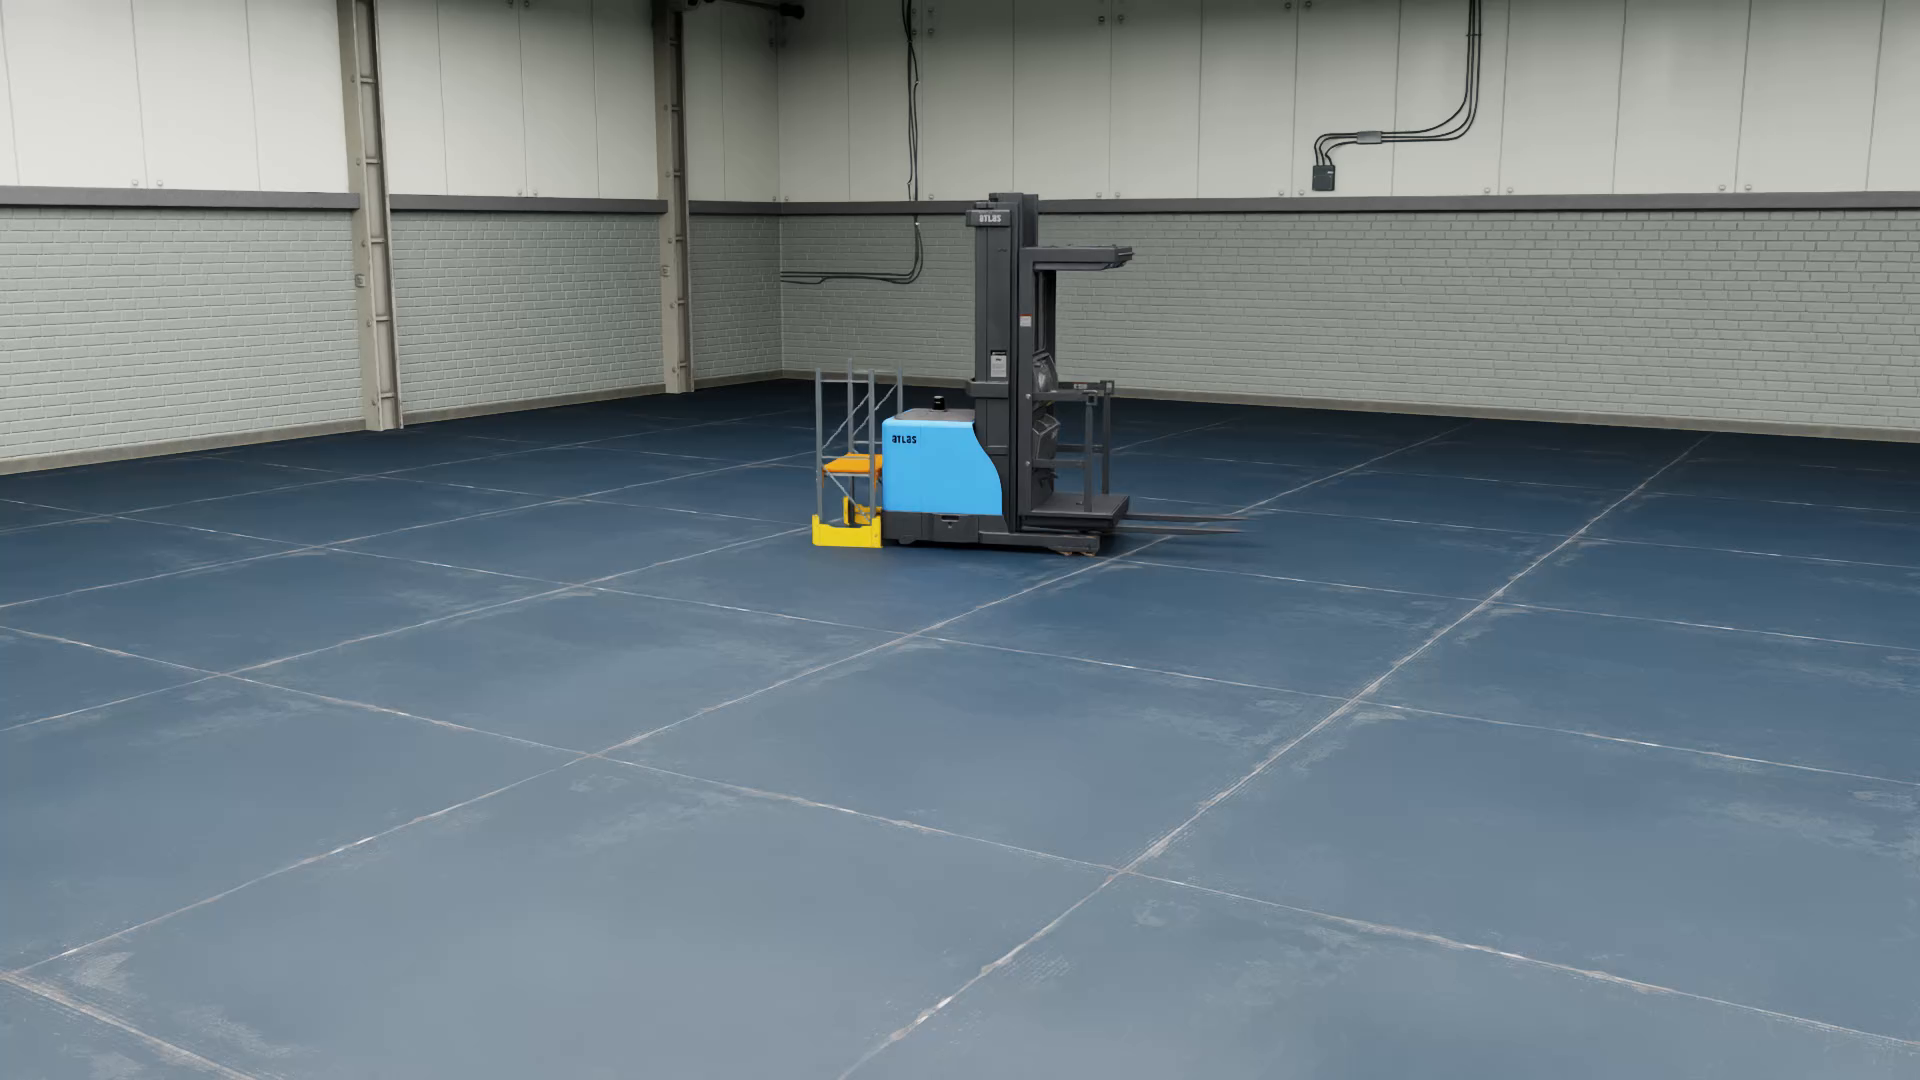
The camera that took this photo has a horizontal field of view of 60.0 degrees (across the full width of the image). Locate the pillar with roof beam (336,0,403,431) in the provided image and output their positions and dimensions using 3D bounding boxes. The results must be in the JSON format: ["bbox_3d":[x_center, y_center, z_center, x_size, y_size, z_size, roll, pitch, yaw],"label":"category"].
[{"bbox_3d":[-4.057,-5.504,19.316,9.100,9.000,0.400,6,12,31],"label":"pillar with roof beam"}]

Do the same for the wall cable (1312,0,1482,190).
[{"bbox_3d":[6.144,-7.958,23.182,2.305,6.003,0.169,6,12,31],"label":"wall cable"}]

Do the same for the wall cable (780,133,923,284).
[{"bbox_3d":[-1.962,-5.670,28.639,3.097,2.526,0.112,6,12,31],"label":"wall cable"}]

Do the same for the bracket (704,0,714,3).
[{"bbox_3d":[-4.102,-8.660,26.389,0.235,0.232,0.430,6,12,31],"label":"bracket"}]

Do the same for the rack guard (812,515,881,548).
[{"bbox_3d":[-0.959,-0.075,14.090,0.587,0.250,0.087,2,11,11],"label":"rack guard"}]

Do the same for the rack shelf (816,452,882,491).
[{"bbox_3d":[-0.859,-0.604,14.497,0.538,0.185,1.000,2,11,11],"label":"rack shelf"}]

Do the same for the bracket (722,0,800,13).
[{"bbox_3d":[-3.179,-8.940,27.884,0.076,0.066,3.189,6,12,31],"label":"bracket"}]

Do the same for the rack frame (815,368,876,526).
[{"bbox_3d":[-0.959,-0.689,13.974,0.500,1.500,0.032,2,11,11],"label":"rack frame"}]

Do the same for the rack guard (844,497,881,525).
[{"bbox_3d":[-0.762,-0.255,15.050,0.587,0.250,0.087,2,11,11],"label":"rack guard"}]

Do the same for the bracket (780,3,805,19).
[{"bbox_3d":[-2.872,-9.033,28.380,0.235,0.232,0.430,6,12,31],"label":"bracket"}]

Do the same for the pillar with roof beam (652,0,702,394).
[{"bbox_3d":[-0.942,-6.448,24.356,9.100,9.000,0.548,6,12,31],"label":"pillar with roof beam"}]

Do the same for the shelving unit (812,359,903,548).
[{"bbox_3d":[-0.860,-0.779,14.455,0.587,1.500,1.083,2,11,11],"label":"shelving unit"}]

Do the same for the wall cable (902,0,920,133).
[{"bbox_3d":[0.350,-7.894,26.794,3.097,2.526,0.112,6,12,31],"label":"wall cable"}]

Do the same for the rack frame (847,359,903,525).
[{"bbox_3d":[-0.758,-0.873,14.953,0.500,1.500,0.032,2,11,11],"label":"rack frame"}]

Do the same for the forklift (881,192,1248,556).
[{"bbox_3d":[0.904,-1.414,13.955,3.031,2.935,1.130,2,11,13],"label":"forklift"}]
